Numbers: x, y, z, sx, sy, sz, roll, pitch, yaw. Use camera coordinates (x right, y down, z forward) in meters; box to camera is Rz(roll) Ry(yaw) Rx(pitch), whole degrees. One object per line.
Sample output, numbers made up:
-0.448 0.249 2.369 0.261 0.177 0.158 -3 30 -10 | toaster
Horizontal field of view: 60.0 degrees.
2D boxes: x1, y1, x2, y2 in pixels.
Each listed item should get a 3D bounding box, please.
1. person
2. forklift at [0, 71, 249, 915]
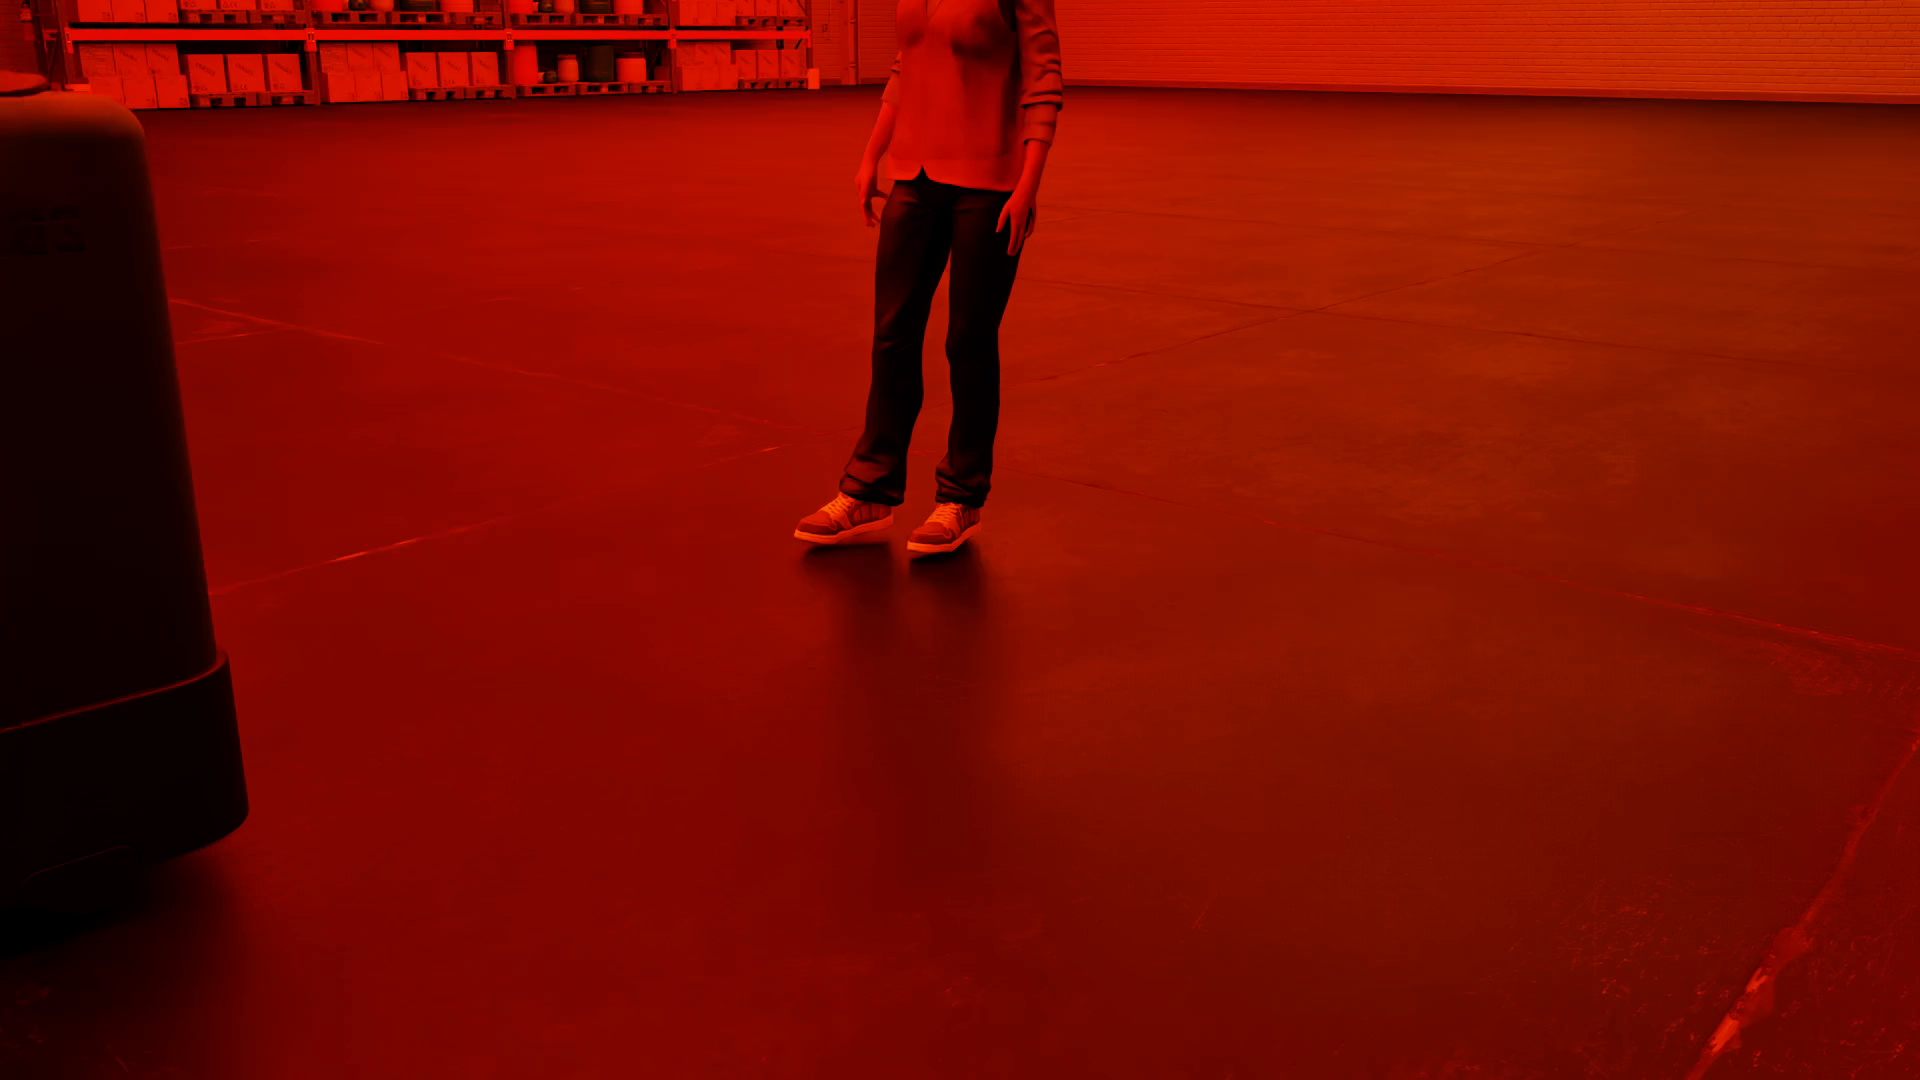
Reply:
-0.059 -0.750 3.663 0.520 1.585 0.473 13 21 37 | person
-2.417 -0.726 1.289 1.130 2.935 3.031 16 23 43 | forklift
